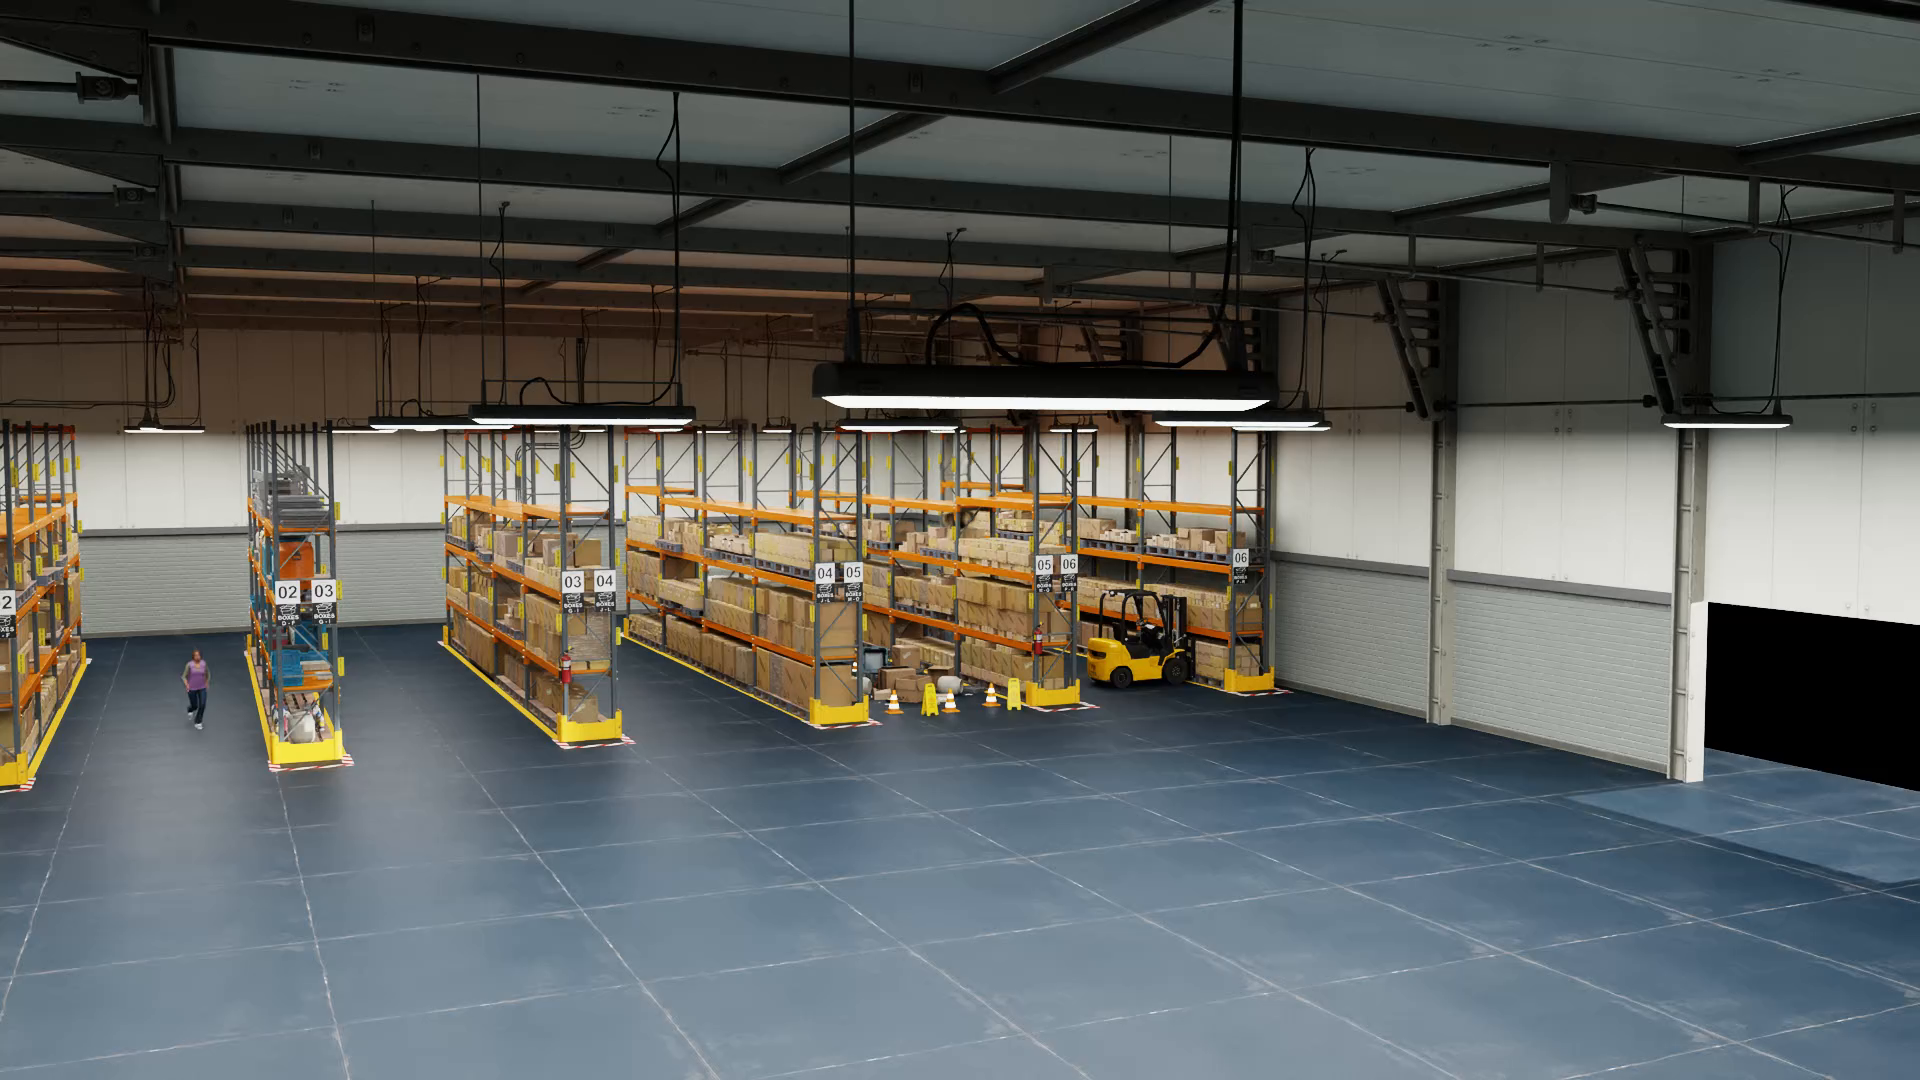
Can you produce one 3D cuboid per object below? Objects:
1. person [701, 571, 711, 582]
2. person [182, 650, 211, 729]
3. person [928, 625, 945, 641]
[{"bbox_3d":[-7.804,1.697,50.500,0.701,1.747,0.881,3,5,44],"label":"person"},{"bbox_3d":[-14.987,2.915,32.637,0.522,1.554,0.598,-3,4,-37],"label":"person"},{"bbox_3d":[-0.561,2.059,44.997,0.647,1.703,0.729,-2,4,-24],"label":"person"}]
